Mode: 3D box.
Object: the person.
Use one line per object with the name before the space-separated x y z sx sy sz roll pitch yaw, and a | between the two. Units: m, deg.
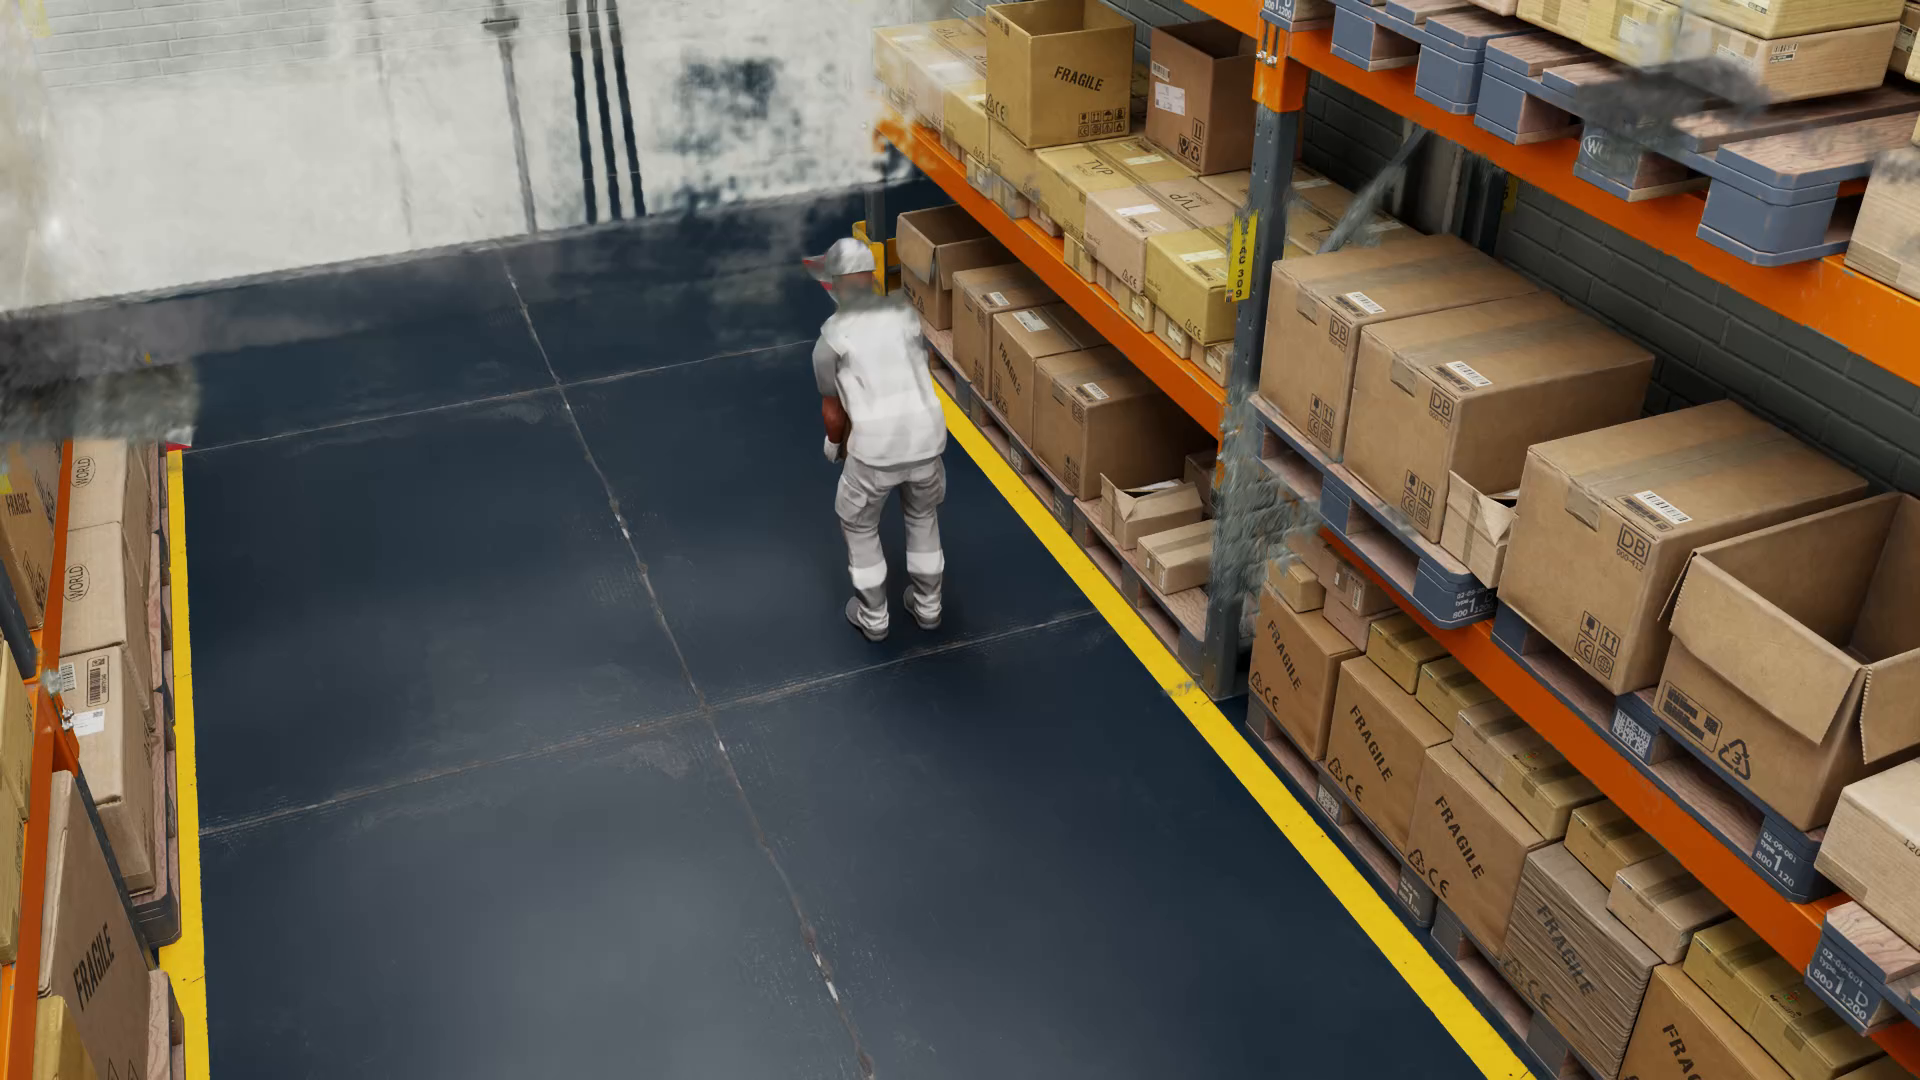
person | -0.328 -0.414 6.830 0.488 1.701 0.639 -14 36 -20
